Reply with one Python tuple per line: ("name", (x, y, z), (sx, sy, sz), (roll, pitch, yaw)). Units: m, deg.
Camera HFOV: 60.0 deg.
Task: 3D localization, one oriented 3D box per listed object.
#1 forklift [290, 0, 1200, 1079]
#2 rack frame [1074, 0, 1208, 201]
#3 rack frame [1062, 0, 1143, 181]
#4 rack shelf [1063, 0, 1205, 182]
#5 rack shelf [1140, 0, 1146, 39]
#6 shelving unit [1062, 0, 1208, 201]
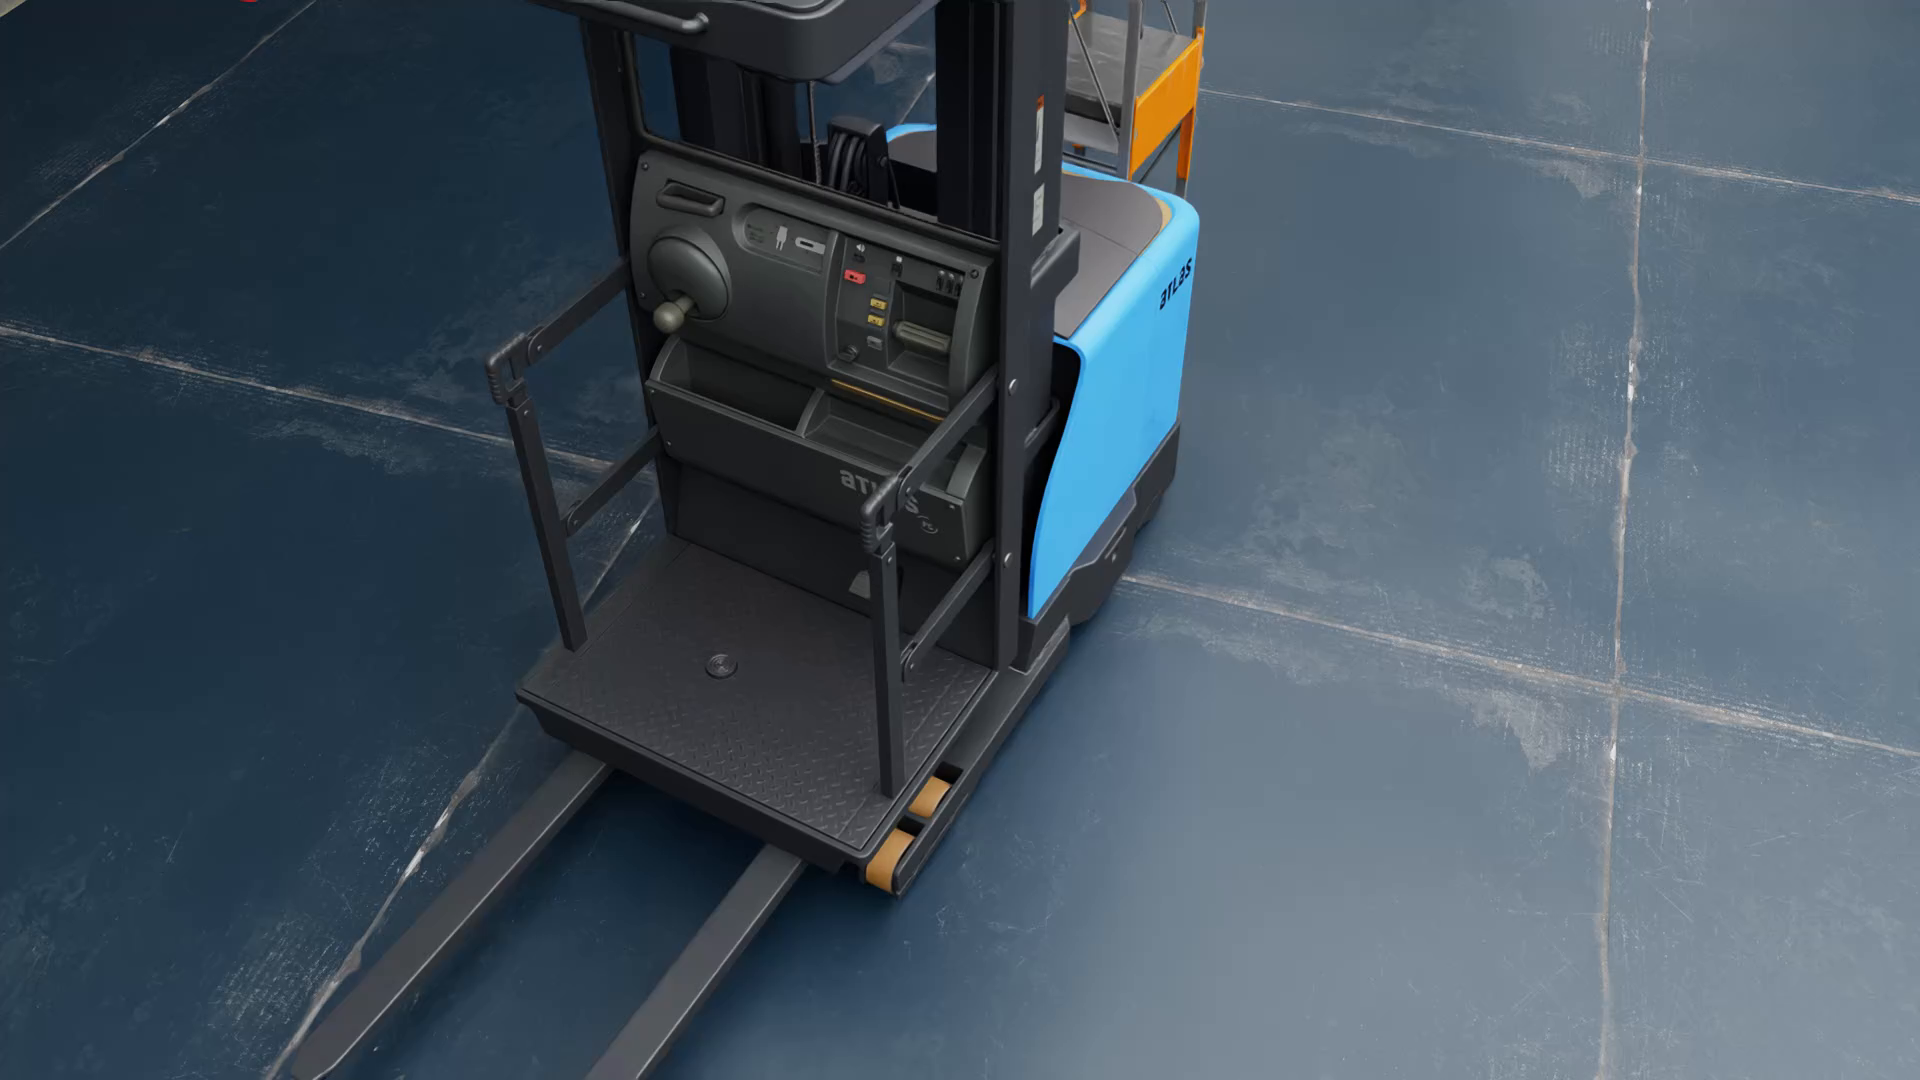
("forklift", (-0.467, -0.505, 3.670), (1.130, 2.935, 3.031), (21, 48, 20))
("rack frame", (0.554, -1.425, 5.205), (0.400, 2.100, 0.015), (21, 48, 20))
("rack frame", (0.315, -1.128, 4.901), (0.400, 2.100, 0.015), (21, 48, 20))
("rack shelf", (0.434, -1.267, 5.063), (0.431, 0.518, 0.480), (21, 48, 20))
("rack shelf", (0.434, -1.767, 4.573), (0.431, 0.518, 0.480), (21, 48, 20))
("shelving unit", (0.434, -1.276, 5.053), (0.431, 2.100, 0.503), (21, 48, 20))
